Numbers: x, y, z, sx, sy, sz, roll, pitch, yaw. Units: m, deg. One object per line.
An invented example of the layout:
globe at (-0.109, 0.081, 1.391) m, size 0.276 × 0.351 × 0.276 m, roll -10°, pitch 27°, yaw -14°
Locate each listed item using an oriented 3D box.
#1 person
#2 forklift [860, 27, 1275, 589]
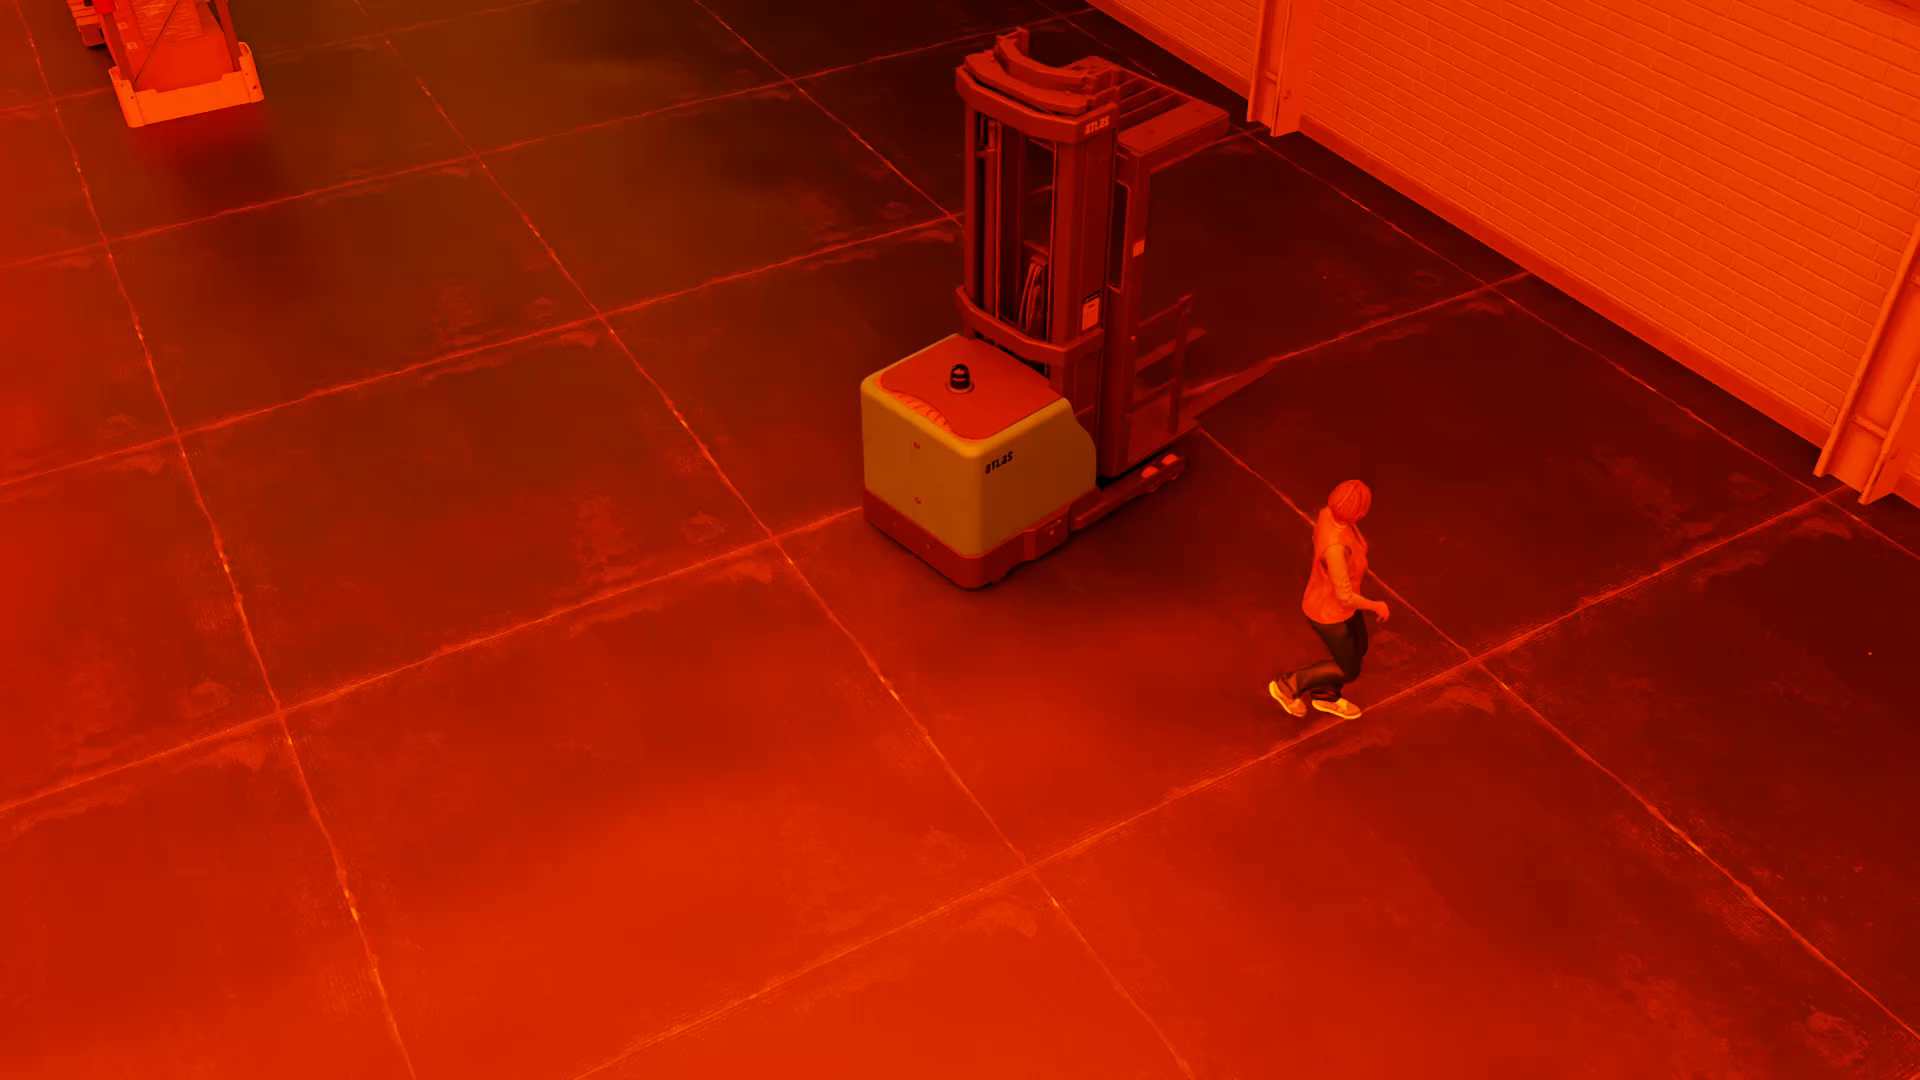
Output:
person at (1.990, 0.325, 8.738) m, size 0.535 × 1.547 × 0.595 m, roll 13°, pitch 42°, yaw 16°
forklift at (0.822, -1.655, 10.031) m, size 3.031 × 2.935 × 1.130 m, roll -30°, pitch 48°, yaw -31°
